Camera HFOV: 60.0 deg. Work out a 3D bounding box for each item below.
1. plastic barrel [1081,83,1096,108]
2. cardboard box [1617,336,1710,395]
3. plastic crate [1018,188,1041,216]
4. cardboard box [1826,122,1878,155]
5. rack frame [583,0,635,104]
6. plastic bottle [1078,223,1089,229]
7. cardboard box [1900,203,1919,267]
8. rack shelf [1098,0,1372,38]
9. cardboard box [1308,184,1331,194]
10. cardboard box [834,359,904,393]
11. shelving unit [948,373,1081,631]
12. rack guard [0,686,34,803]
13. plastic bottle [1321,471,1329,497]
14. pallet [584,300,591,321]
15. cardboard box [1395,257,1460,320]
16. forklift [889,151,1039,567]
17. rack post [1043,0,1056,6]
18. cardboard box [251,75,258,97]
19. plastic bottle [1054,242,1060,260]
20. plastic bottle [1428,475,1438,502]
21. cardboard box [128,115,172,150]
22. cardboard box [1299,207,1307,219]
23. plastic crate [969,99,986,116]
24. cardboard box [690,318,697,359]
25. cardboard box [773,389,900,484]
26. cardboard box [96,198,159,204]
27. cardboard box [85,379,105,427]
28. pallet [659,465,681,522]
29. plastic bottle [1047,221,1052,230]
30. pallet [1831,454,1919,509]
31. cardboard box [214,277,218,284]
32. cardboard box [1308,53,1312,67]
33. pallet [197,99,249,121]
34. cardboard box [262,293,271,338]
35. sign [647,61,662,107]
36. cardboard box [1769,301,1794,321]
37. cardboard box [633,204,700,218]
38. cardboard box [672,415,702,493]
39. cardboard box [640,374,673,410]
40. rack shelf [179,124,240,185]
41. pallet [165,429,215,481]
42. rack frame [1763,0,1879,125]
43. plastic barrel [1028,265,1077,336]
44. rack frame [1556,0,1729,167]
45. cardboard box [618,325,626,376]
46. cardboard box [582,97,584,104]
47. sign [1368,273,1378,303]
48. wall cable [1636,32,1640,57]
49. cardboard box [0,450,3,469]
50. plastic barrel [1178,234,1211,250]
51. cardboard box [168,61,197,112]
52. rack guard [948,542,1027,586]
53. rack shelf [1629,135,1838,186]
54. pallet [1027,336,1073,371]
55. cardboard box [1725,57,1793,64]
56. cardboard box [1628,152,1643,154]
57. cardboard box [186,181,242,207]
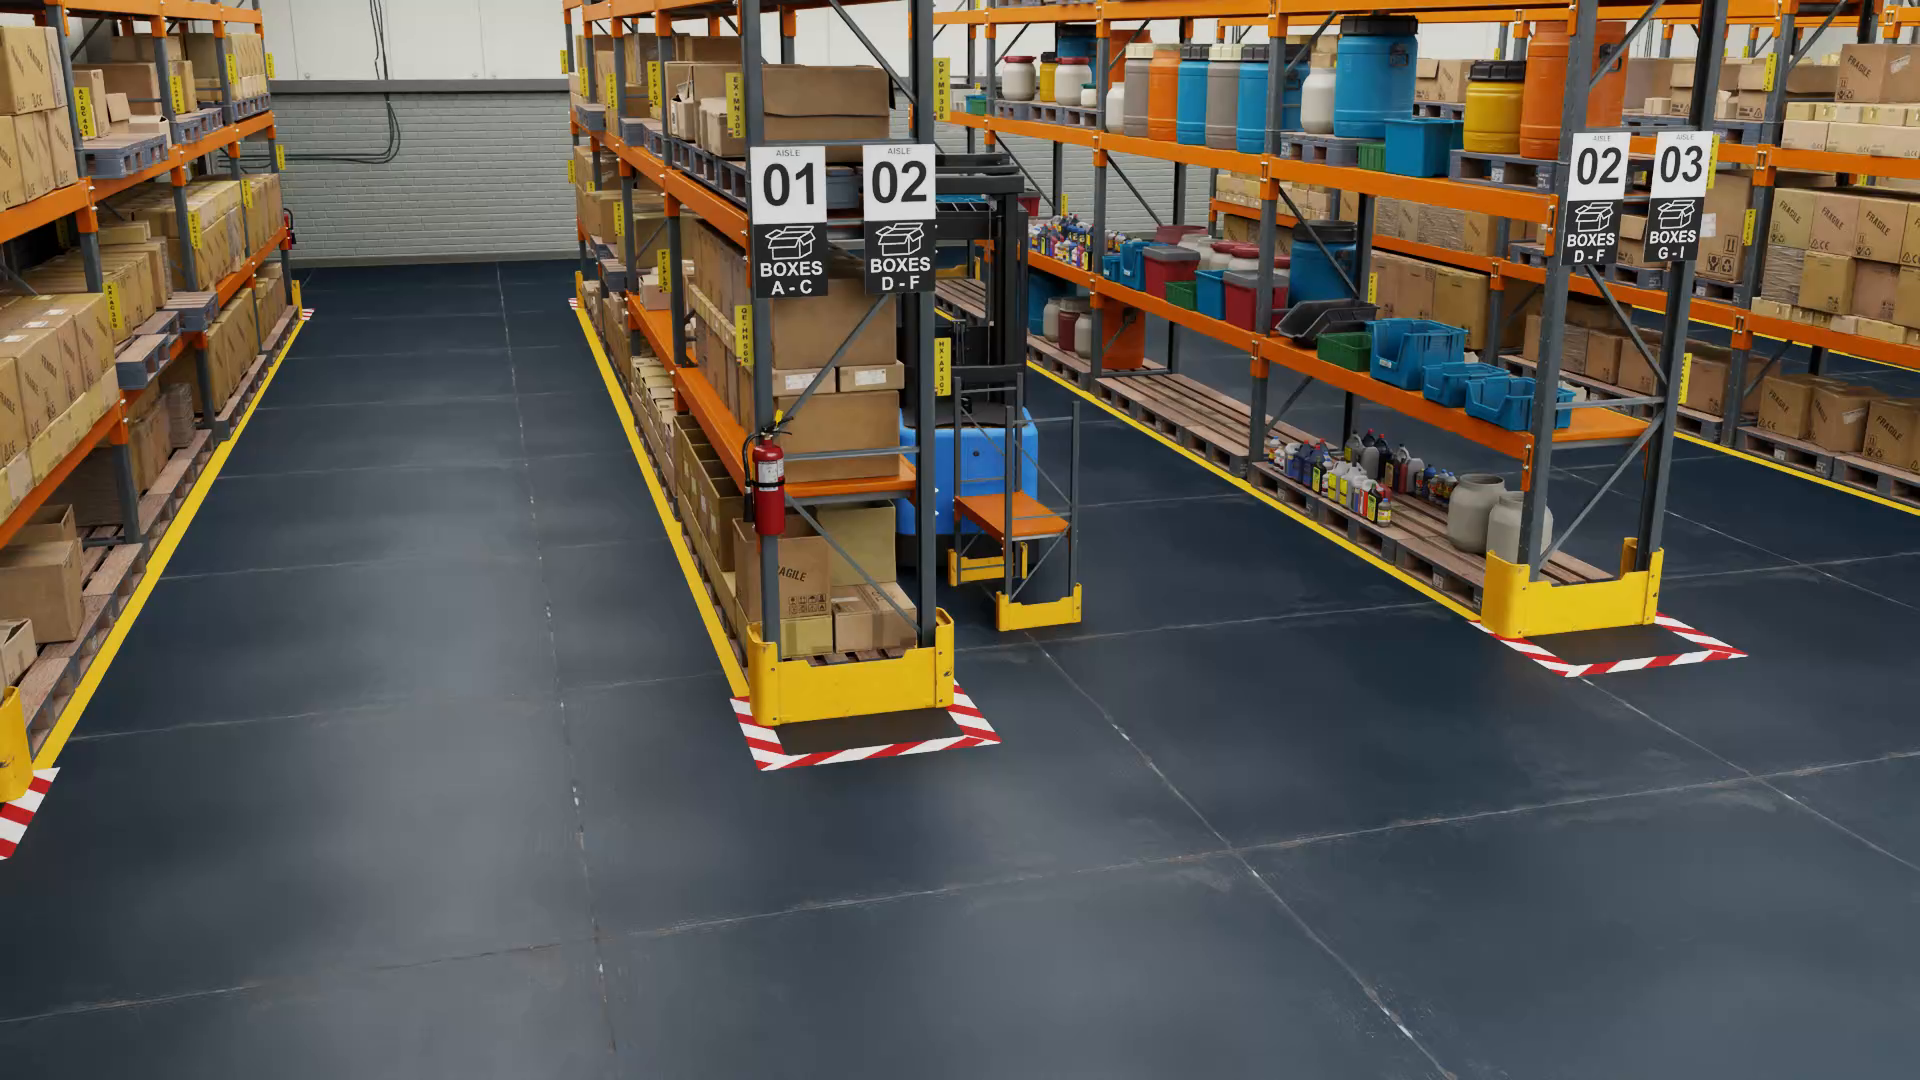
[{"bbox_3d":[1.493,-4.936,18.468,0.301,0.262,0.301,0,17,0],"label":"plastic barrel"},{"bbox_3d":[7.375,-1.838,17.438,0.700,0.500,0.500,-6,18,-20],"label":"cardboard box"},{"bbox_3d":[0.825,-4.513,22.545,0.402,0.464,0.583,-5,17,-15],"label":"plastic crate"},{"bbox_3d":[7.818,-3.439,14.234,0.500,0.250,0.500,-5,17,-16],"label":"cardboard box"},{"bbox_3d":[-3.935,-6.669,19.511,1.000,3.000,0.127,-5,17,-15],"label":"rack frame"},{"bbox_3d":[1.524,-3.766,20.490,0.152,0.276,0.135,-5,17,-15],"label":"plastic bottle"},{"bbox_3d":[8.093,-2.476,13.551,0.500,0.500,0.500,-5,17,-15],"label":"cardboard box"},{"bbox_3d":[2.478,-4.864,15.448,1.077,0.370,4.000,-5,17,-15],"label":"rack shelf"},{"bbox_3d":[5.208,-5.114,23.202,0.500,0.500,0.500,-4,17,-14],"label":"cardboard box"},{"bbox_3d":[-0.537,-0.961,9.635,0.380,0.149,0.250,-5,17,-16],"label":"cardboard box"},{"bbox_3d":[0.361,-0.290,11.312,0.587,1.500,1.083,-6,18,-18],"label":"shelving unit"},{"bbox_3d":[-5.420,1.092,8.447,1.175,0.500,0.348,-5,17,-15],"label":"rack guard"},{"bbox_3d":[2.958,-0.456,13.354,0.097,0.201,0.097,0,17,0],"label":"plastic bottle"},{"bbox_3d":[-4.793,-3.325,23.655,1.003,0.211,1.213,-5,17,-15],"label":"pallet"},{"bbox_3d":[6.283,-3.095,21.004,1.225,0.875,0.875,-5,17,-15],"label":"cardboard box"},{"bbox_3d":[-0.041,-1.584,13.129,1.130,2.935,3.031,-1,17,-4],"label":"forklift"},{"bbox_3d":[1.508,-6.270,19.053,0.937,0.300,0.954,-3,17,-9],"label":"rack post"},{"bbox_3d":[-9.047,-5.654,20.704,0.500,0.250,0.500,-5,18,-17],"label":"cardboard box"},{"bbox_3d":[1.142,-3.349,19.231,0.097,0.201,0.097,0,17,0],"label":"plastic bottle"},{"bbox_3d":[3.779,-0.414,13.214,0.097,0.201,0.097,0,17,0],"label":"plastic bottle"},{"bbox_3d":[-7.140,-3.522,14.370,0.500,0.311,0.500,-5,17,-15],"label":"cardboard box"},{"bbox_3d":[5.051,-4.658,23.682,0.380,0.149,0.250,-5,17,-16],"label":"cardboard box"},{"bbox_3d":[0.422,-5.615,21.584,0.450,0.188,0.662,-5,17,-15],"label":"plastic crate"},{"bbox_3d":[-1.913,-1.644,13.471,0.500,0.250,0.500,-4,17,-12],"label":"cardboard box"},{"bbox_3d":[-0.753,-0.655,9.743,0.700,0.500,0.500,-5,17,-15],"label":"cardboard box"},{"bbox_3d":[-8.248,-3.246,16.516,0.500,0.250,0.500,-5,17,-17],"label":"cardboard box"},{"bbox_3d":[-5.947,-0.882,10.902,0.500,0.250,0.500,-5,17,-15],"label":"cardboard box"},{"bbox_3d":[-1.976,-0.448,14.077,1.003,0.211,1.213,-5,17,-15],"label":"pallet"},{"bbox_3d":[1.133,-3.993,21.376,0.097,0.201,0.097,0,17,0],"label":"plastic bottle"},{"bbox_3d":[8.347,-0.509,14.278,1.003,0.211,1.213,-5,17,-15],"label":"pallet"},{"bbox_3d":[-7.897,-2.719,17.191,0.380,0.149,0.250,-5,17,-15],"label":"cardboard box"},{"bbox_3d":[5.175,-6.672,23.659,0.700,0.500,0.500,-4,17,-12],"label":"cardboard box"},{"bbox_3d":[-8.911,-5.024,19.405,1.003,0.211,1.213,-5,17,-15],"label":"pallet"},{"bbox_3d":[-8.938,-2.761,20.546,0.700,0.500,0.500,-5,17,-16],"label":"cardboard box"},{"bbox_3d":[-2.255,-3.372,12.305,0.100,0.325,0.005,-5,17,-15],"label":"sign"},{"bbox_3d":[7.616,-2.091,15.137,0.380,0.149,0.250,-5,17,-15],"label":"cardboard box"},{"bbox_3d":[-3.184,-3.372,18.059,0.700,0.500,0.500,-1,17,-5],"label":"cardboard box"},{"bbox_3d":[-1.910,-0.673,12.726,0.500,0.500,0.500,-5,17,-15],"label":"cardboard box"},{"bbox_3d":[-2.683,-1.388,15.434,0.500,0.311,0.500,-5,17,-17],"label":"cardboard box"},{"bbox_3d":[-8.147,-3.942,16.897,1.077,0.370,4.000,-5,17,-15],"label":"rack shelf"},{"bbox_3d":[-7.384,-0.745,15.065,1.003,0.211,1.213,-5,17,-15],"label":"pallet"},{"bbox_3d":[7.790,-5.238,14.749,1.000,3.000,0.127,-5,17,-15],"label":"rack frame"},{"bbox_3d":[1.157,-3.035,20.759,0.600,0.901,0.708,-5,17,-15],"label":"plastic barrel"},{"bbox_3d":[4.127,-3.740,9.762,1.000,3.000,0.127,-5,17,-15],"label":"rack frame"},{"bbox_3d":[-3.460,-2.086,18.263,0.500,0.500,0.500,-5,18,-17],"label":"cardboard box"},{"bbox_3d":[-4.451,-5.413,20.806,0.500,0.250,0.500,-5,17,-15],"label":"cardboard box"},{"bbox_3d":[3.560,-2.147,14.403,0.100,0.325,0.005,-5,17,-15],"label":"sign"},{"bbox_3d":[12.910,-10.951,33.766,2.355,3.000,0.029,-5,17,-15],"label":"wall cable"},{"bbox_3d":[-5.241,-0.537,8.447,0.500,0.500,0.500,-5,17,-15],"label":"cardboard box"},{"bbox_3d":[2.416,-2.866,17.084,0.421,0.512,0.421,0,17,0],"label":"plastic barrel"},{"bbox_3d":[-8.345,-4.697,17.223,0.700,0.500,0.500,-5,17,-16],"label":"cardboard box"},{"bbox_3d":[0.199,0.173,11.943,0.587,0.250,0.087,-6,18,-18],"label":"rack guard"},{"bbox_3d":[7.240,-4.010,17.125,1.077,0.370,4.000,-5,17,-15],"label":"rack shelf"},{"bbox_3d":[1.340,-2.296,20.229,1.003,0.211,1.213,-5,17,-15],"label":"pallet"},{"bbox_3d":[10.686,-6.192,22.227,0.797,0.503,0.637,-5,17,-16],"label":"cardboard box"},{"bbox_3d":[9.999,-5.720,24.351,0.500,0.500,0.500,-5,18,-17],"label":"cardboard box"},{"bbox_3d":[-8.322,-3.853,18.537,0.500,0.250,0.500,-4,17,-14],"label":"cardboard box"}]
